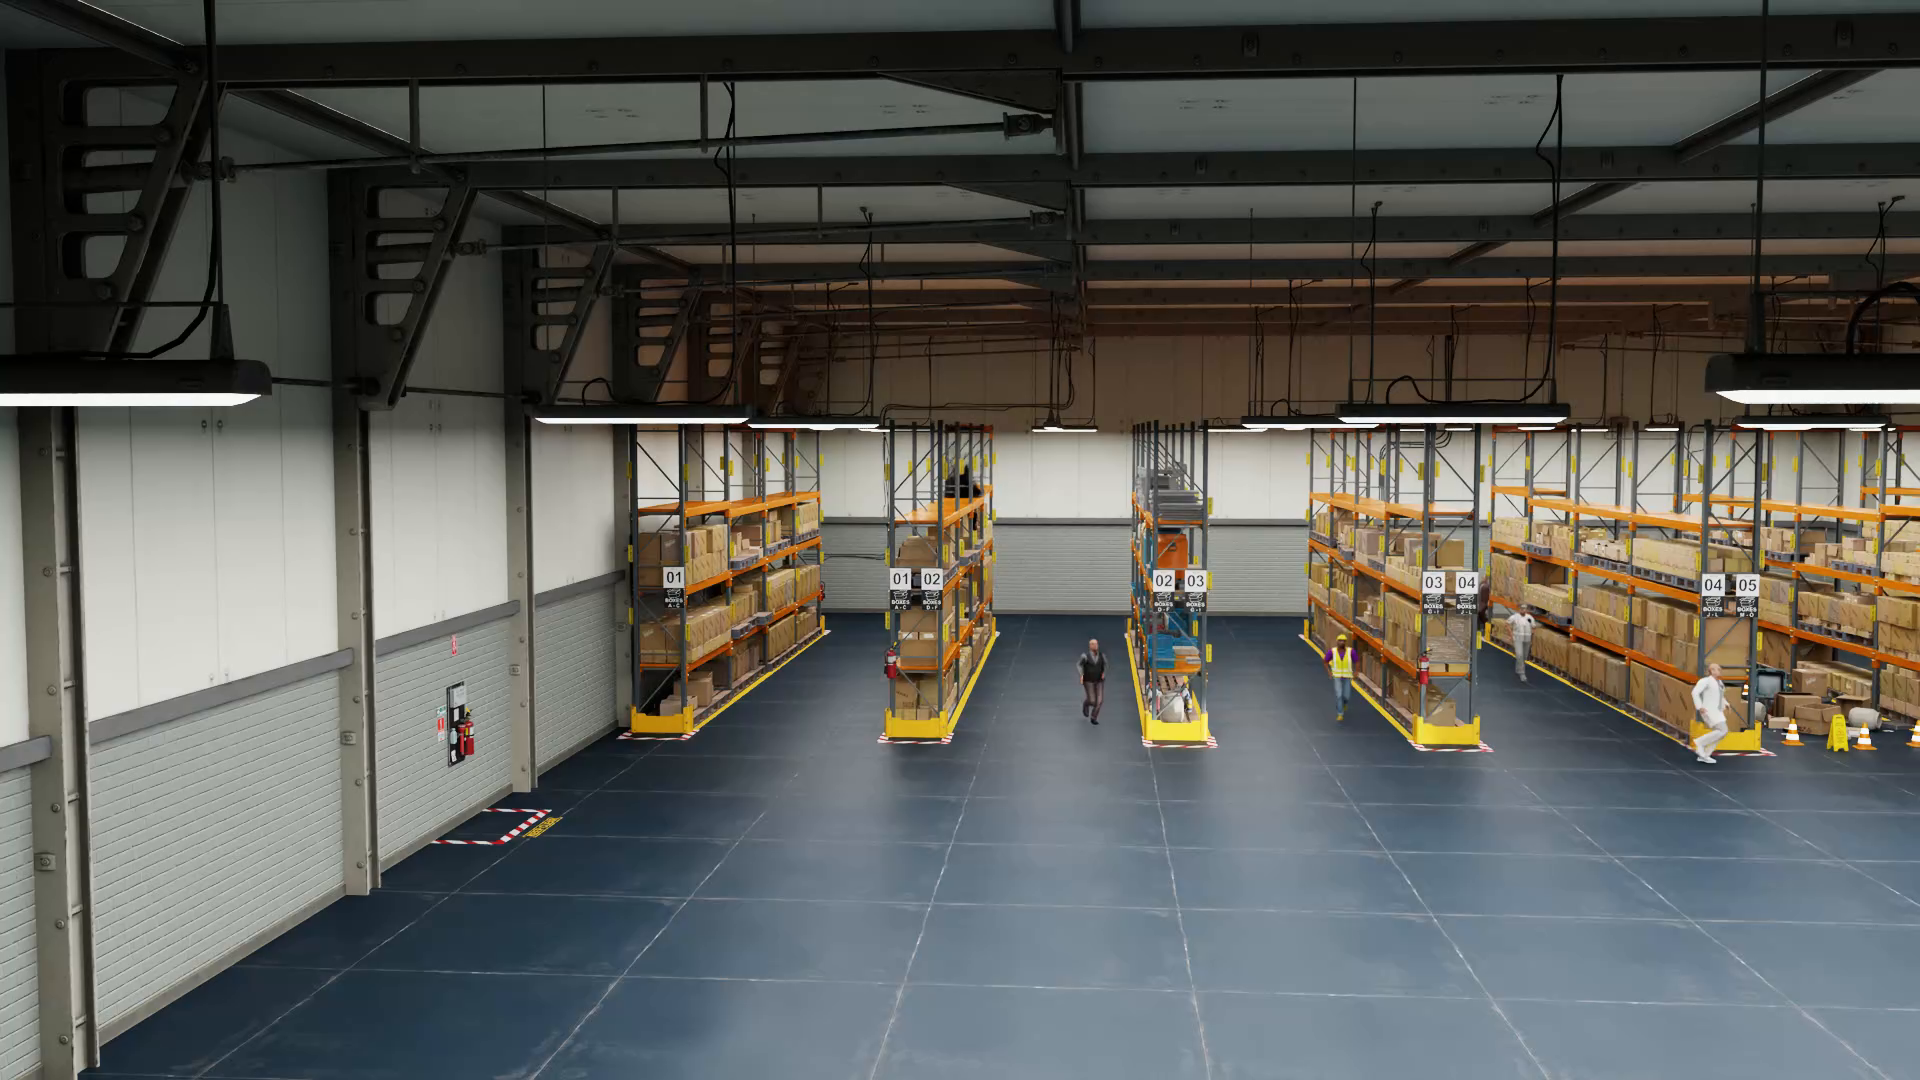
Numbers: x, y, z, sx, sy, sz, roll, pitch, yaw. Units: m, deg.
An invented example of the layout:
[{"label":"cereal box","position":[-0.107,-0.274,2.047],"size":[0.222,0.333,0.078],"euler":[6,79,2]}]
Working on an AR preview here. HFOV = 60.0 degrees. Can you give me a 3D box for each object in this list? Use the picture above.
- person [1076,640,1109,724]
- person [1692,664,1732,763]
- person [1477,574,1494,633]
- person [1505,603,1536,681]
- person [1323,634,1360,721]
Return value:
[{"label":"person","position":[2.646,2.807,32.895],"size":[0.658,1.677,0.578],"euler":[-1,4,-11]},{"label":"person","position":[13.213,3.027,29.078],"size":[0.714,1.710,0.565],"euler":[-3,5,-39]},{"label":"person","position":[14.955,1.861,47.428],"size":[0.754,1.804,0.770],"euler":[-1,4,-9]},{"label":"person","position":[13.200,2.361,39.062],"size":[0.651,1.799,0.952],"euler":[0,4,0]},{"label":"person","position":[7.680,2.746,33.485],"size":[0.727,1.727,0.666],"euler":[0,4,7]}]
